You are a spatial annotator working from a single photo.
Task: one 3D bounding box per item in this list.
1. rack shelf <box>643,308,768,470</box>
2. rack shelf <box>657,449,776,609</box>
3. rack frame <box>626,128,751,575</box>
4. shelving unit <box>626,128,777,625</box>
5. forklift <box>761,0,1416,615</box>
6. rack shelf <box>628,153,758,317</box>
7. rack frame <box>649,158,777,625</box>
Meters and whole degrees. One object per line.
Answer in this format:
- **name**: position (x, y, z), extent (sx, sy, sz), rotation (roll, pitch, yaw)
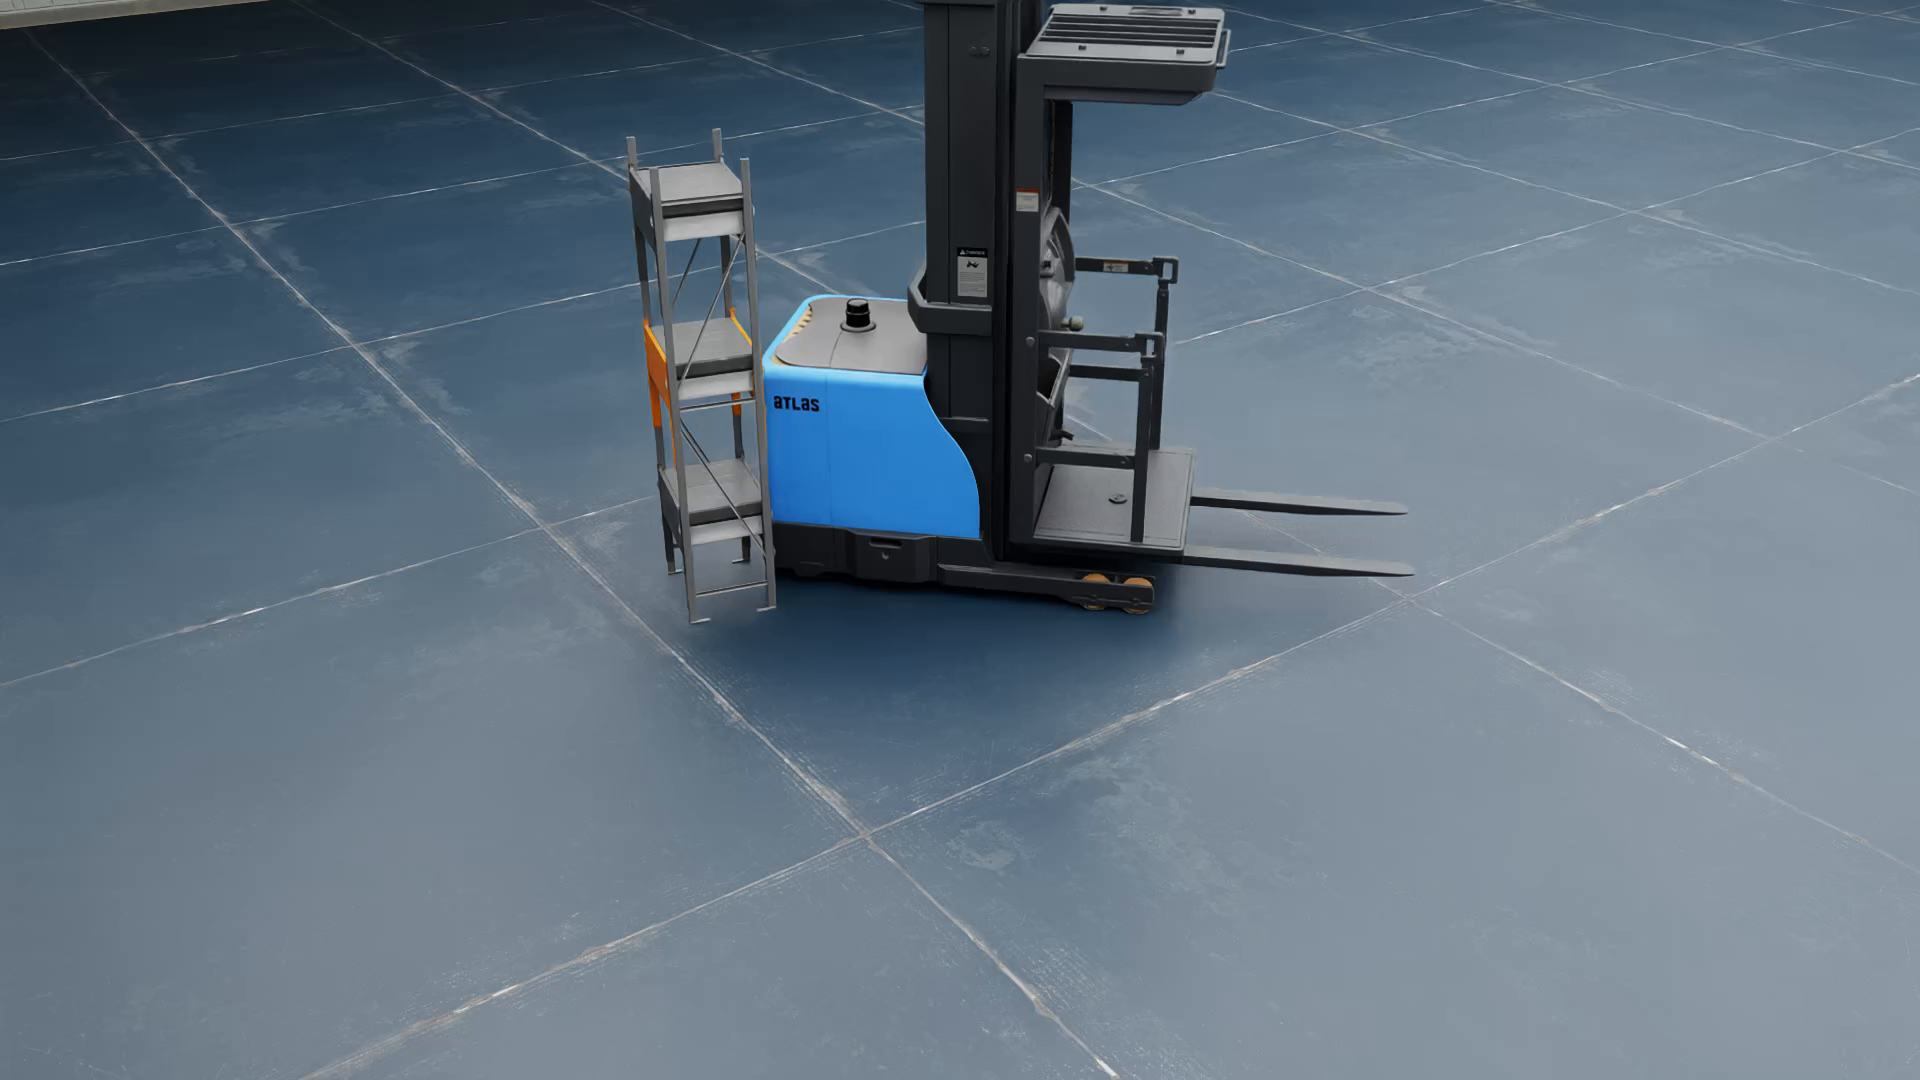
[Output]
- **rack shelf**: position (-1.120, -0.671, 7.313), extent (0.431, 0.518, 0.480), rotation (-10, 30, -18)
- **rack shelf**: position (-1.120, -0.056, 7.648), extent (0.431, 0.518, 0.480), rotation (-10, 30, -18)
- **rack frame**: position (-1.206, -0.792, 7.508), extent (0.400, 2.100, 0.015), rotation (-10, 30, -18)
- **shelving unit**: position (-1.120, -0.683, 7.307), extent (0.431, 2.100, 0.503), rotation (-10, 30, -18)
- **forklift**: position (0.623, -1.222, 7.429), extent (3.031, 2.935, 1.130), rotation (5, 29, 9)
- **rack shelf**: position (-1.120, -1.286, 6.979), extent (0.431, 0.518, 0.480), rotation (-10, 30, -18)
- **rack frame**: position (-1.035, -0.574, 7.106), extent (0.400, 2.100, 0.015), rotation (-10, 30, -18)
